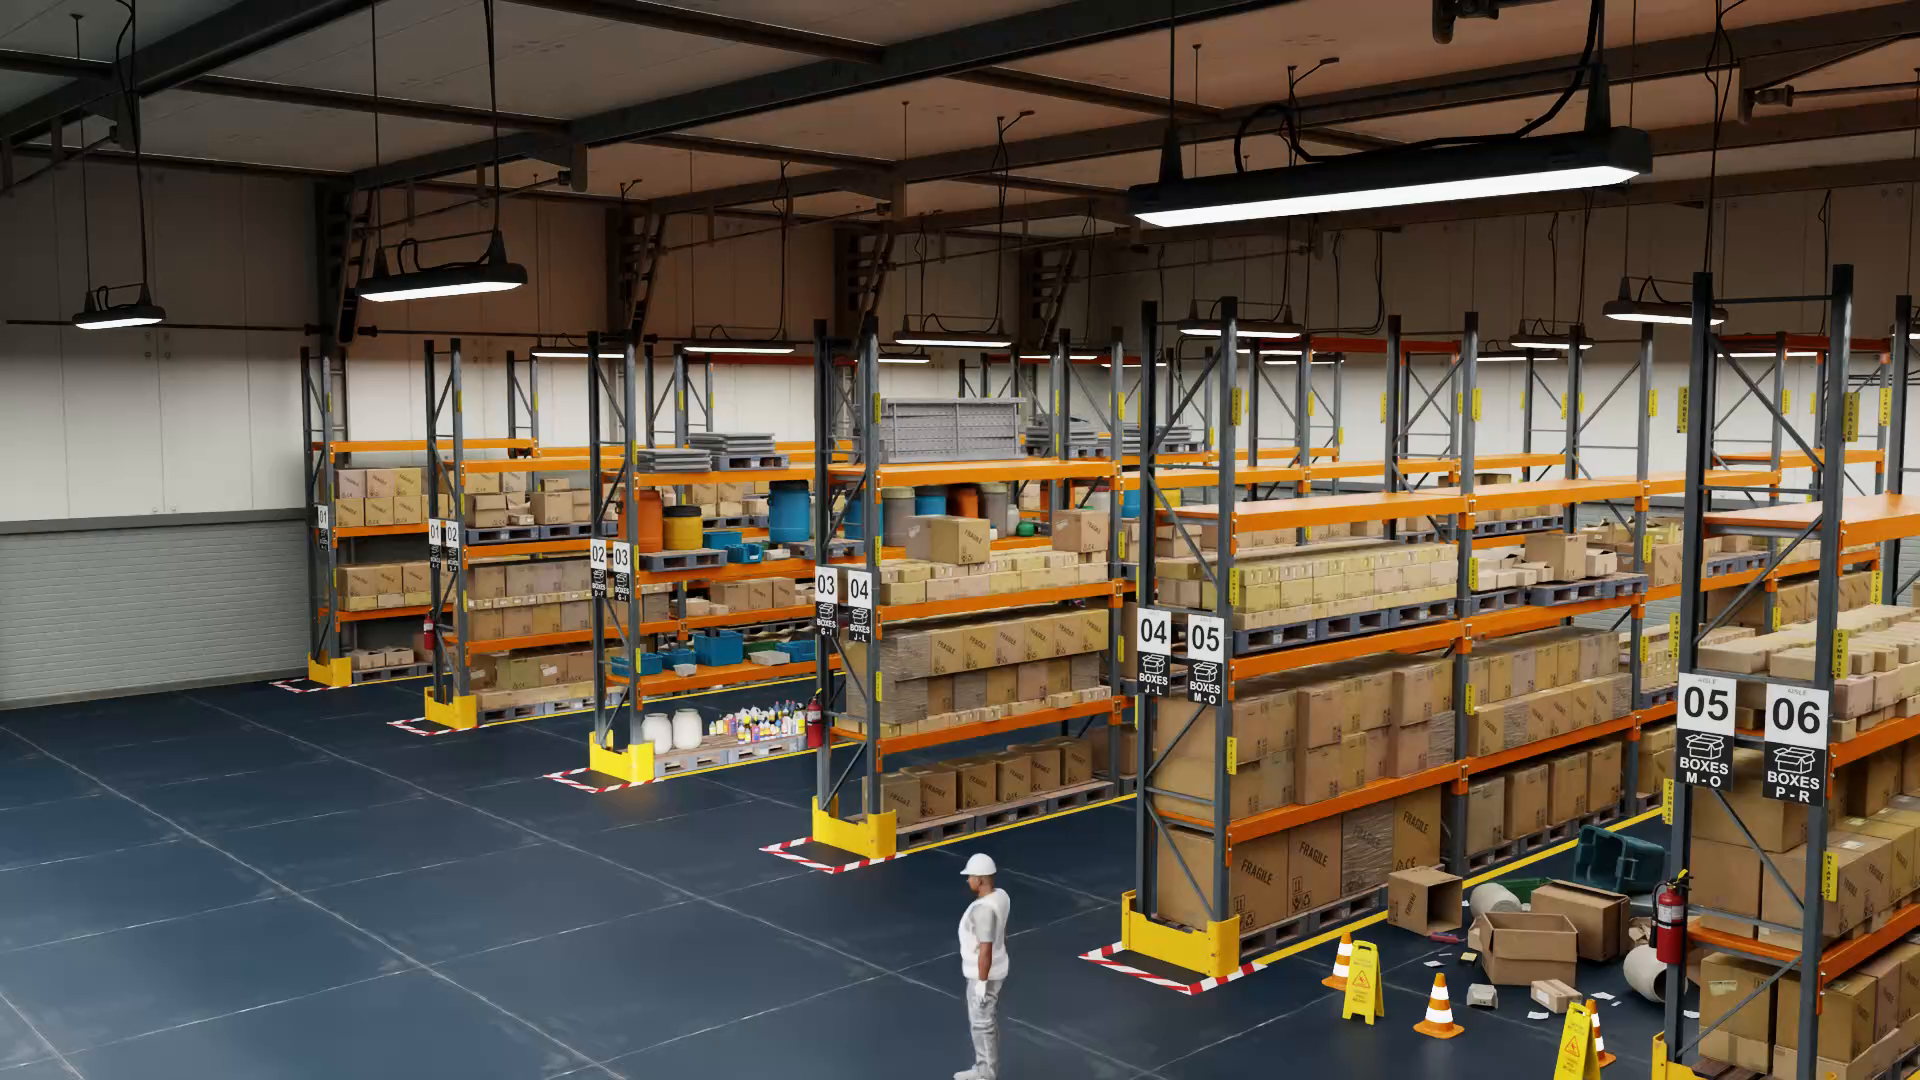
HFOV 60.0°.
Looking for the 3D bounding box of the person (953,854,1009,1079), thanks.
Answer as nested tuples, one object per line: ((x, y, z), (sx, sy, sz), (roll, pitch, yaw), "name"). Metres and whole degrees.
((0.146, 3.192, 12.255), (0.424, 1.782, 0.631), (1, 5, 6), "person")

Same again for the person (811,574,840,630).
((-2.873, 1.231, 35.121), (0.651, 1.682, 0.969), (4, 6, 36), "person")

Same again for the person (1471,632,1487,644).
((7.616, 2.095, 24.628), (0.979, 1.734, 0.654), (-4, 6, -37), "person")
